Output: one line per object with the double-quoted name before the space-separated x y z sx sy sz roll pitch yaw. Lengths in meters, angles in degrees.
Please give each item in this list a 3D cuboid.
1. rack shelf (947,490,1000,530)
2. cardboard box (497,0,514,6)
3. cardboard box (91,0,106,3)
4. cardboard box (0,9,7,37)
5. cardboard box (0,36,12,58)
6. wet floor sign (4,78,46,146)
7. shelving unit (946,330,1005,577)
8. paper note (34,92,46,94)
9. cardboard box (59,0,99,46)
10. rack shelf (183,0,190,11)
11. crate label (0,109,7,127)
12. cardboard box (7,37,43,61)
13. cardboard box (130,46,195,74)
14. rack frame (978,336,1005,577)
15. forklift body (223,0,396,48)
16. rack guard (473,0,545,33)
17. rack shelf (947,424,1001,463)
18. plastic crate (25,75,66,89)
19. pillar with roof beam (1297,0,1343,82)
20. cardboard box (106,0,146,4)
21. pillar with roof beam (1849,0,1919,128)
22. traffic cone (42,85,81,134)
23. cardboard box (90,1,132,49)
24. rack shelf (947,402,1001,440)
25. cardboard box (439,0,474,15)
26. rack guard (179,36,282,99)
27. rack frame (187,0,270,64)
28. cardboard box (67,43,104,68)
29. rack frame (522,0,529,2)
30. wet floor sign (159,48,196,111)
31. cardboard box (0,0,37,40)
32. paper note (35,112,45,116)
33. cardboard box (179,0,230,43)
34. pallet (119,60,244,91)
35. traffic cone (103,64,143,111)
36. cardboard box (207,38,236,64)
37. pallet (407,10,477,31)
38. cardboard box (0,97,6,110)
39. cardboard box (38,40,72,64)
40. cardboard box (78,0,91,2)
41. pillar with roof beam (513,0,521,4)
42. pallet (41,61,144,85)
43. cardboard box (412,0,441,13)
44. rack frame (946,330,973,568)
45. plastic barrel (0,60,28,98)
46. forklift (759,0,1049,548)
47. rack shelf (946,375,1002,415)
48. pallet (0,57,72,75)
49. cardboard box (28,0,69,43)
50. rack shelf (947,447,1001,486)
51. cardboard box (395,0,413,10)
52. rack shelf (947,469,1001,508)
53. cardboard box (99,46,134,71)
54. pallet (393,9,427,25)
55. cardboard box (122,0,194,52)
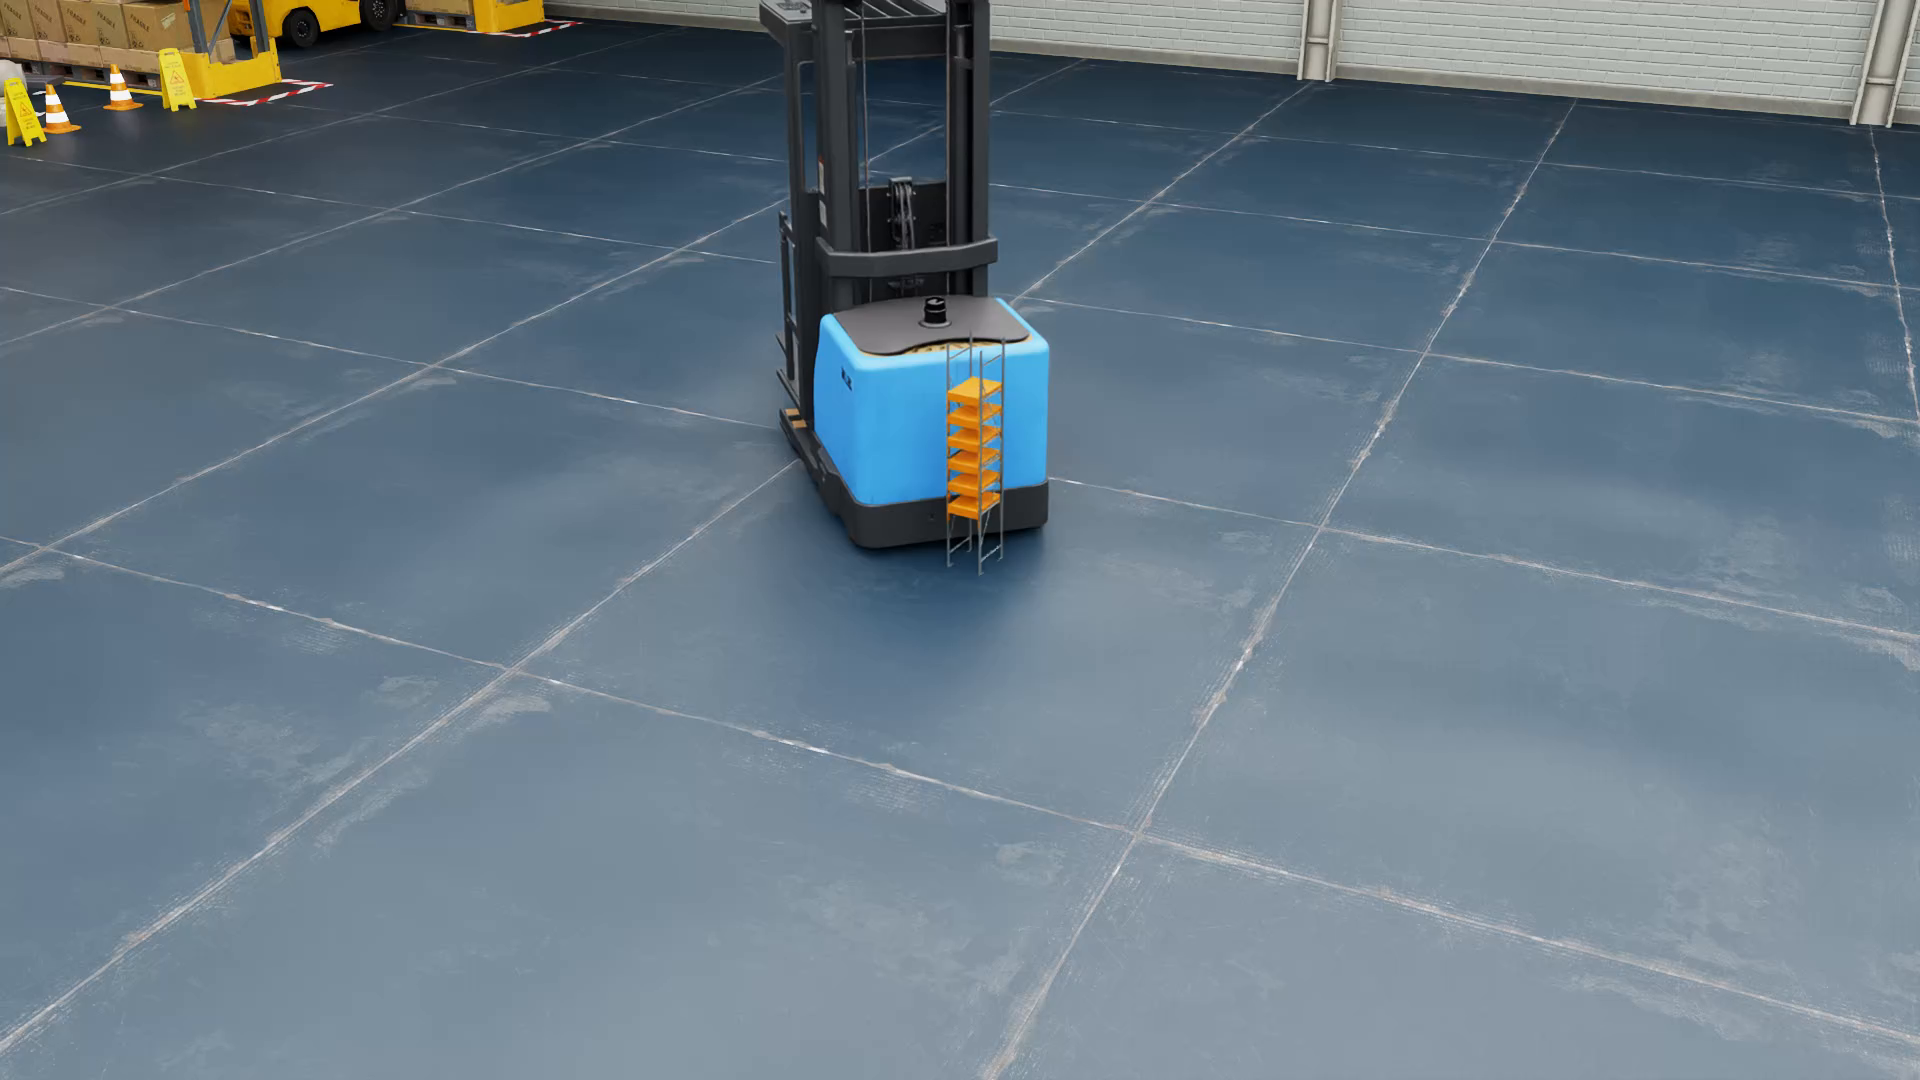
"rack shelf" 0.077 -0.164 8.369 0.180 0.103 0.258 15 30 27
"cardboard box" -6.732 -7.741 23.715 0.500 0.250 0.500 11 28 22
"cardboard box" -9.844 -6.333 19.271 0.250 0.149 0.380 12 29 23
"cardboard box" -11.633 -6.428 20.198 0.500 0.500 0.500 13 29 24
"cardboard box" -11.633 -6.091 20.364 0.500 0.250 0.500 10 28 19
"wet floor sign" -9.529 -4.347 16.850 0.232 0.644 0.267 6 27 13
"shelving unit" 0.077 -0.419 8.243 0.189 1.200 0.258 15 30 27
"paper note" -10.626 -5.183 19.242 0.148 0.019 0.142 2 26 4
"cardboard box" -10.188 -6.144 19.621 0.500 0.500 0.500 11 28 21
"rack shelf" -10.238 -6.665 19.705 4.000 0.370 1.077 11 28 22
"crate label" -10.234 -4.508 17.750 0.298 0.136 0.250 -2 26 -5
"cardboard box" -11.143 -5.998 20.175 0.500 0.250 0.500 13 29 25
"cardboard box" -9.287 -5.620 19.407 0.500 0.250 0.500 11 28 22
"rack frame" 0.156 -0.399 8.201 0.006 1.200 0.240 15 30 27
"forklift body" -8.848 -7.851 22.260 1.214 2.155 2.313 11 28 22
"rack guard" -6.344 -7.492 23.402 0.348 0.500 1.175 11 28 22
"rack shelf" 0.077 -0.487 8.209 0.180 0.103 0.258 15 30 27
"plastic crate" -10.969 -5.426 19.681 0.583 0.080 0.402 2 26 4
"pillar with roof beam" 2.515 -7.874 14.556 0.400 9.000 9.100 11 28 22
"cardboard box" -9.617 -6.286 19.175 0.250 0.149 0.380 12 29 23
"pillar with roof beam" 7.977 -6.777 12.328 0.400 9.000 9.100 11 28 22
"traffic cone" -9.493 -4.535 17.437 0.334 0.463 0.336 11 28 22
"cardboard box" -9.731 -6.049 19.428 0.500 0.500 0.500 12 29 24
"rack shelf" 0.077 -0.595 8.156 0.180 0.103 0.258 15 30 27
"cardboard box" -6.925 -7.532 23.290 0.500 0.250 0.500 12 28 22
"rack guard" -8.487 -5.514 19.384 0.348 0.500 1.175 11 28 22
"rack frame" -8.417 -6.622 18.803 0.127 3.000 1.000 11 28 22
"cardboard box" -10.212 -5.807 19.787 0.500 0.250 0.500 10 28 20
"rack frame" -6.366 -8.618 22.859 0.127 3.000 1.000 11 28 22
"wet floor sign" -8.687 -5.100 18.379 0.232 0.644 0.267 23 35 39
"cardboard box" -11.141 -6.335 20.009 0.500 0.500 0.500 13 29 24
"paper note" -10.102 -4.662 18.185 0.142 0.019 0.148 2 26 4
"cardboard box" -9.059 -6.176 19.686 0.500 0.500 0.500 10 28 20
"pallet" -9.212 -5.547 19.778 1.213 0.211 1.003 11 28 22
"traffic cone" -9.343 -5.043 18.470 0.334 0.463 0.336 11 28 22
"cardboard box" -9.037 -5.835 19.843 0.500 0.250 0.500 11 28 21
"pallet" -7.080 -7.490 23.724 1.213 0.211 1.003 11 28 22
"cardboard box" -10.446 -4.770 18.270 0.380 0.149 0.250 -18 31 -31
"cardboard box" -10.659 -5.902 19.980 0.500 0.250 0.500 11 28 21
"cardboard box" -10.083 -6.382 19.370 0.250 0.149 0.380 13 29 24
"pillar with roof beam" -8.409 -10.068 19.012 0.400 9.000 9.100 11 28 22
"pallet" -10.318 -5.771 20.232 1.213 0.211 1.003 11 28 22
"cardboard box" -7.373 -7.627 23.482 0.500 0.250 0.500 11 28 22
"rack frame" -0.002 -0.440 8.284 0.006 1.200 0.240 15 30 27
"plastic barrel" -10.924 -5.235 18.903 0.512 0.421 0.421 -12 29 -23
"forklift" -0.453 -1.903 9.297 1.130 2.935 3.031 -8 27 -15
"rack shelf" 0.077 -0.702 8.103 0.180 0.103 0.258 15 30 27
"pallet" -11.433 -5.993 20.684 1.213 0.211 1.003 11 28 22
"cardboard box" -10.670 -6.239 19.815 0.500 0.500 0.500 13 29 24
"rack shelf" 0.077 -0.379 8.263 0.180 0.103 0.258 15 30 27
"cardboard box" -7.825 -7.722 23.675 0.500 0.250 0.500 12 29 22
"rack shelf" 0.077 -0.272 8.316 0.180 0.103 0.258 15 30 27
"cardboard box" -9.733 -5.714 19.597 0.500 0.250 0.500 11 28 22
"pallet" -8.186 -7.714 24.178 1.213 0.211 1.003 11 28 22
"cardboard box" -9.255 -5.954 19.237 0.500 0.500 0.500 12 28 22
